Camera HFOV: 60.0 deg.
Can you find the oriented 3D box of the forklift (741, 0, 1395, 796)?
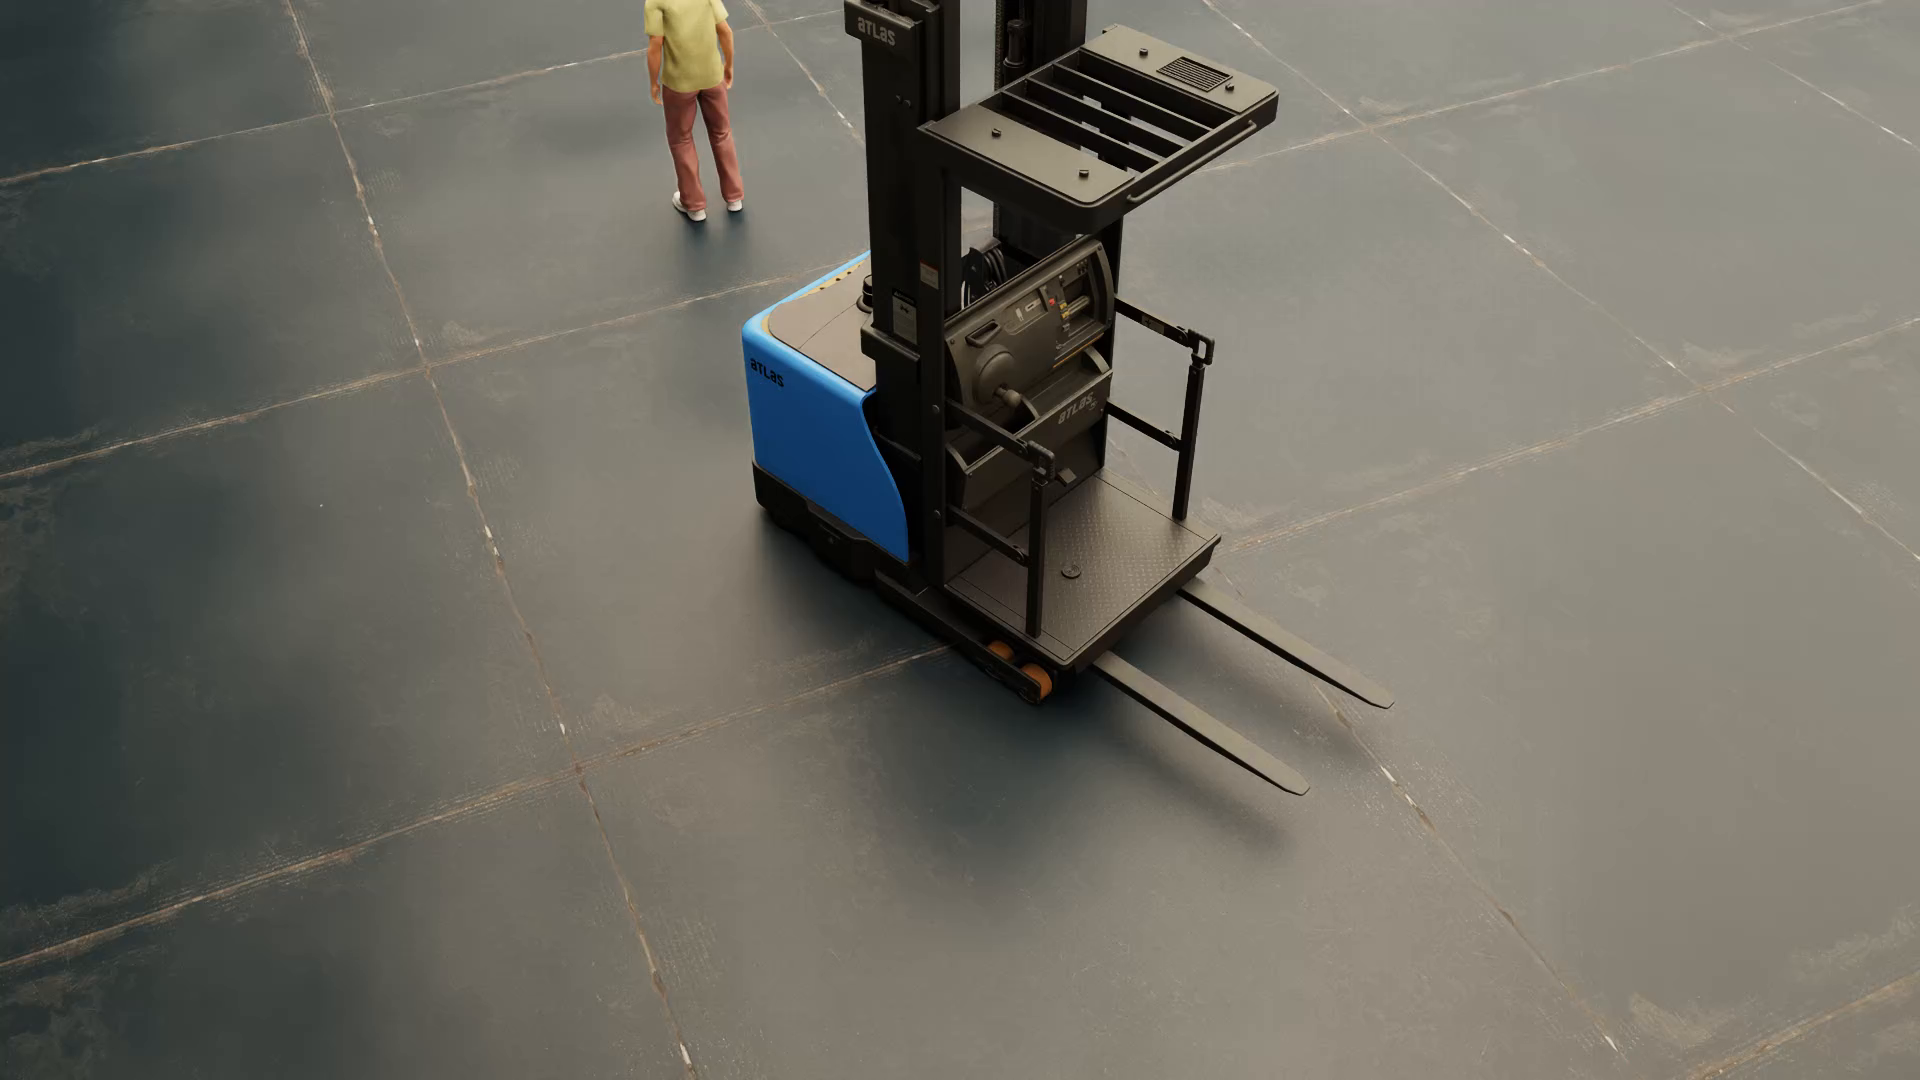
[{"bbox_3d":[0.445,-0.788,6.525,3.031,2.935,1.130,32,52,30],"label":"forklift"}]

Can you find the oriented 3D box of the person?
[{"bbox_3d":[-1.514,-2.598,9.387,0.501,1.673,0.352,-19,46,-19],"label":"person"}]
